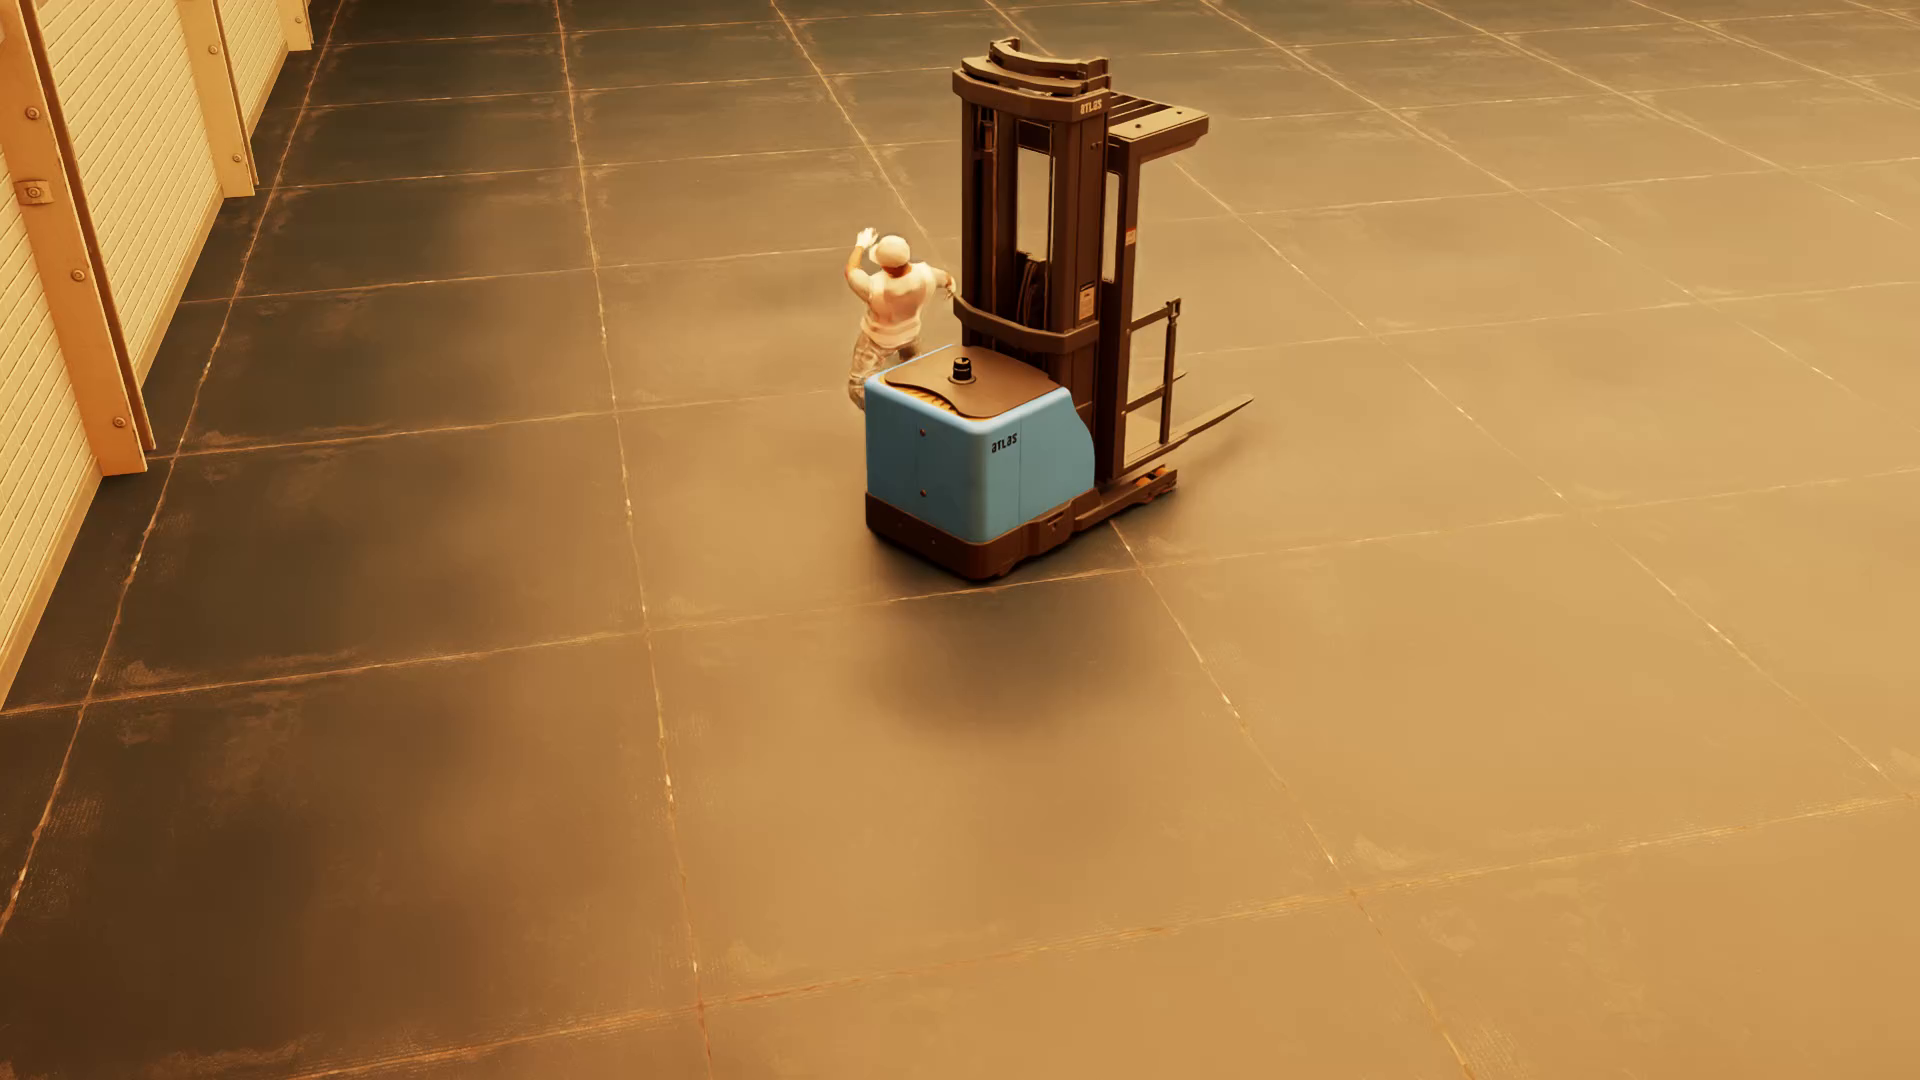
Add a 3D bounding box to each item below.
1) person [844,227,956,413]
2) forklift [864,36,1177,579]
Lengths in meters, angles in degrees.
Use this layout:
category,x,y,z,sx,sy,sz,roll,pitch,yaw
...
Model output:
category,x,y,z,sx,sy,sz,roll,pitch,yaw
person,-0.369,-1.460,11.447,0.985,1.507,0.806,-26,39,-37
forklift,0.797,-1.673,10.464,1.130,2.935,3.031,26,39,37
